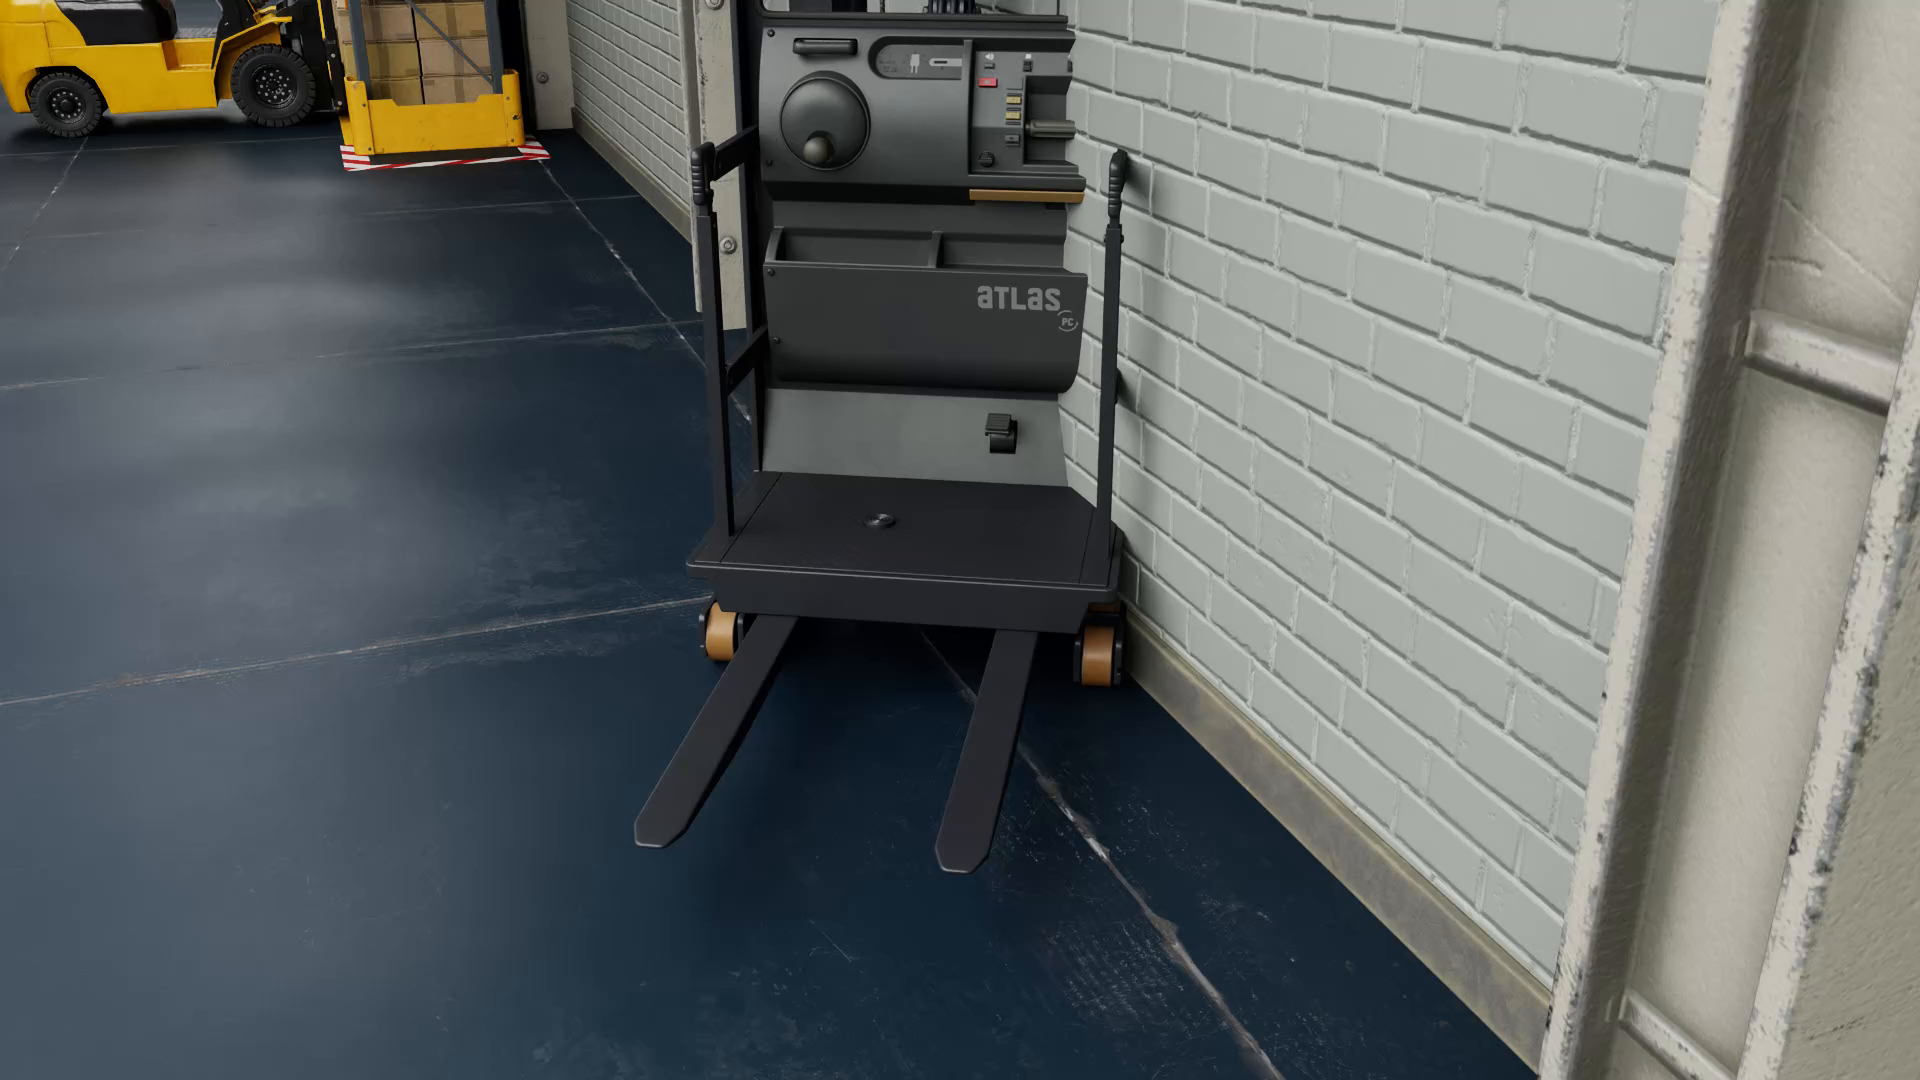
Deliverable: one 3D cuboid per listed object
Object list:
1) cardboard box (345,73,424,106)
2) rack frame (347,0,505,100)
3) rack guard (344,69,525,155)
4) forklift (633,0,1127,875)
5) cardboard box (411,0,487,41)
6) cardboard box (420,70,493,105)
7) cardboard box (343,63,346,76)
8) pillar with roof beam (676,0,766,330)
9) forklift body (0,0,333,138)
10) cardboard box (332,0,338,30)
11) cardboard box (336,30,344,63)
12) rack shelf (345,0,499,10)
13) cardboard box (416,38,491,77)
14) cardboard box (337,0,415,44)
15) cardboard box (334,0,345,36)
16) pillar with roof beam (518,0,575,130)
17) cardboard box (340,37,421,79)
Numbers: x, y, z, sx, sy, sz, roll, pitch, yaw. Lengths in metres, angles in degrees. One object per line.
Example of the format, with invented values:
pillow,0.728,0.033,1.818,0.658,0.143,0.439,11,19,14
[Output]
cardboard box,-4.208,-3.275,12.158,0.500,0.250,0.500,-8,24,-19
rack frame,-3.746,-4.221,11.403,1.000,3.000,0.127,-8,24,-19
rack guard,-3.738,-3.061,11.868,1.175,0.500,0.348,-8,24,-19
forklift,-0.090,-1.111,4.113,1.130,2.935,3.031,3,23,8
cardboard box,-3.739,-3.809,12.138,0.500,0.250,0.500,-9,24,-20
cardboard box,-3.737,-3.353,12.343,0.500,0.250,0.500,-8,24,-19
cardboard box,-4.747,-3.826,13.464,0.500,0.250,0.500,-8,24,-17
pillar with roof beam,-5.057,-4.592,4.558,9.100,9.000,0.400,-8,24,-19
forklift body,-6.123,-4.269,12.609,2.313,2.155,1.214,-8,24,-19
cardboard box,-4.574,-4.100,12.827,0.500,0.250,0.500,-8,24,-18
cardboard box,-4.580,-3.881,12.951,0.500,0.250,0.500,-9,24,-20
rack shelf,-4.453,-4.616,13.267,1.077,0.370,4.000,-8,24,-19
cardboard box,-3.718,-3.577,12.232,0.500,0.250,0.500,-8,24,-18
cardboard box,-4.201,-3.733,11.957,0.500,0.250,0.500,-8,24,-17
cardboard box,-4.386,-3.918,12.395,0.500,0.250,0.500,-8,24,-18
pillar with roof beam,-7.176,-6.772,9.730,9.100,9.000,0.400,-8,24,-19
cardboard box,-4.211,-3.512,12.077,0.500,0.250,0.500,-9,24,-20
